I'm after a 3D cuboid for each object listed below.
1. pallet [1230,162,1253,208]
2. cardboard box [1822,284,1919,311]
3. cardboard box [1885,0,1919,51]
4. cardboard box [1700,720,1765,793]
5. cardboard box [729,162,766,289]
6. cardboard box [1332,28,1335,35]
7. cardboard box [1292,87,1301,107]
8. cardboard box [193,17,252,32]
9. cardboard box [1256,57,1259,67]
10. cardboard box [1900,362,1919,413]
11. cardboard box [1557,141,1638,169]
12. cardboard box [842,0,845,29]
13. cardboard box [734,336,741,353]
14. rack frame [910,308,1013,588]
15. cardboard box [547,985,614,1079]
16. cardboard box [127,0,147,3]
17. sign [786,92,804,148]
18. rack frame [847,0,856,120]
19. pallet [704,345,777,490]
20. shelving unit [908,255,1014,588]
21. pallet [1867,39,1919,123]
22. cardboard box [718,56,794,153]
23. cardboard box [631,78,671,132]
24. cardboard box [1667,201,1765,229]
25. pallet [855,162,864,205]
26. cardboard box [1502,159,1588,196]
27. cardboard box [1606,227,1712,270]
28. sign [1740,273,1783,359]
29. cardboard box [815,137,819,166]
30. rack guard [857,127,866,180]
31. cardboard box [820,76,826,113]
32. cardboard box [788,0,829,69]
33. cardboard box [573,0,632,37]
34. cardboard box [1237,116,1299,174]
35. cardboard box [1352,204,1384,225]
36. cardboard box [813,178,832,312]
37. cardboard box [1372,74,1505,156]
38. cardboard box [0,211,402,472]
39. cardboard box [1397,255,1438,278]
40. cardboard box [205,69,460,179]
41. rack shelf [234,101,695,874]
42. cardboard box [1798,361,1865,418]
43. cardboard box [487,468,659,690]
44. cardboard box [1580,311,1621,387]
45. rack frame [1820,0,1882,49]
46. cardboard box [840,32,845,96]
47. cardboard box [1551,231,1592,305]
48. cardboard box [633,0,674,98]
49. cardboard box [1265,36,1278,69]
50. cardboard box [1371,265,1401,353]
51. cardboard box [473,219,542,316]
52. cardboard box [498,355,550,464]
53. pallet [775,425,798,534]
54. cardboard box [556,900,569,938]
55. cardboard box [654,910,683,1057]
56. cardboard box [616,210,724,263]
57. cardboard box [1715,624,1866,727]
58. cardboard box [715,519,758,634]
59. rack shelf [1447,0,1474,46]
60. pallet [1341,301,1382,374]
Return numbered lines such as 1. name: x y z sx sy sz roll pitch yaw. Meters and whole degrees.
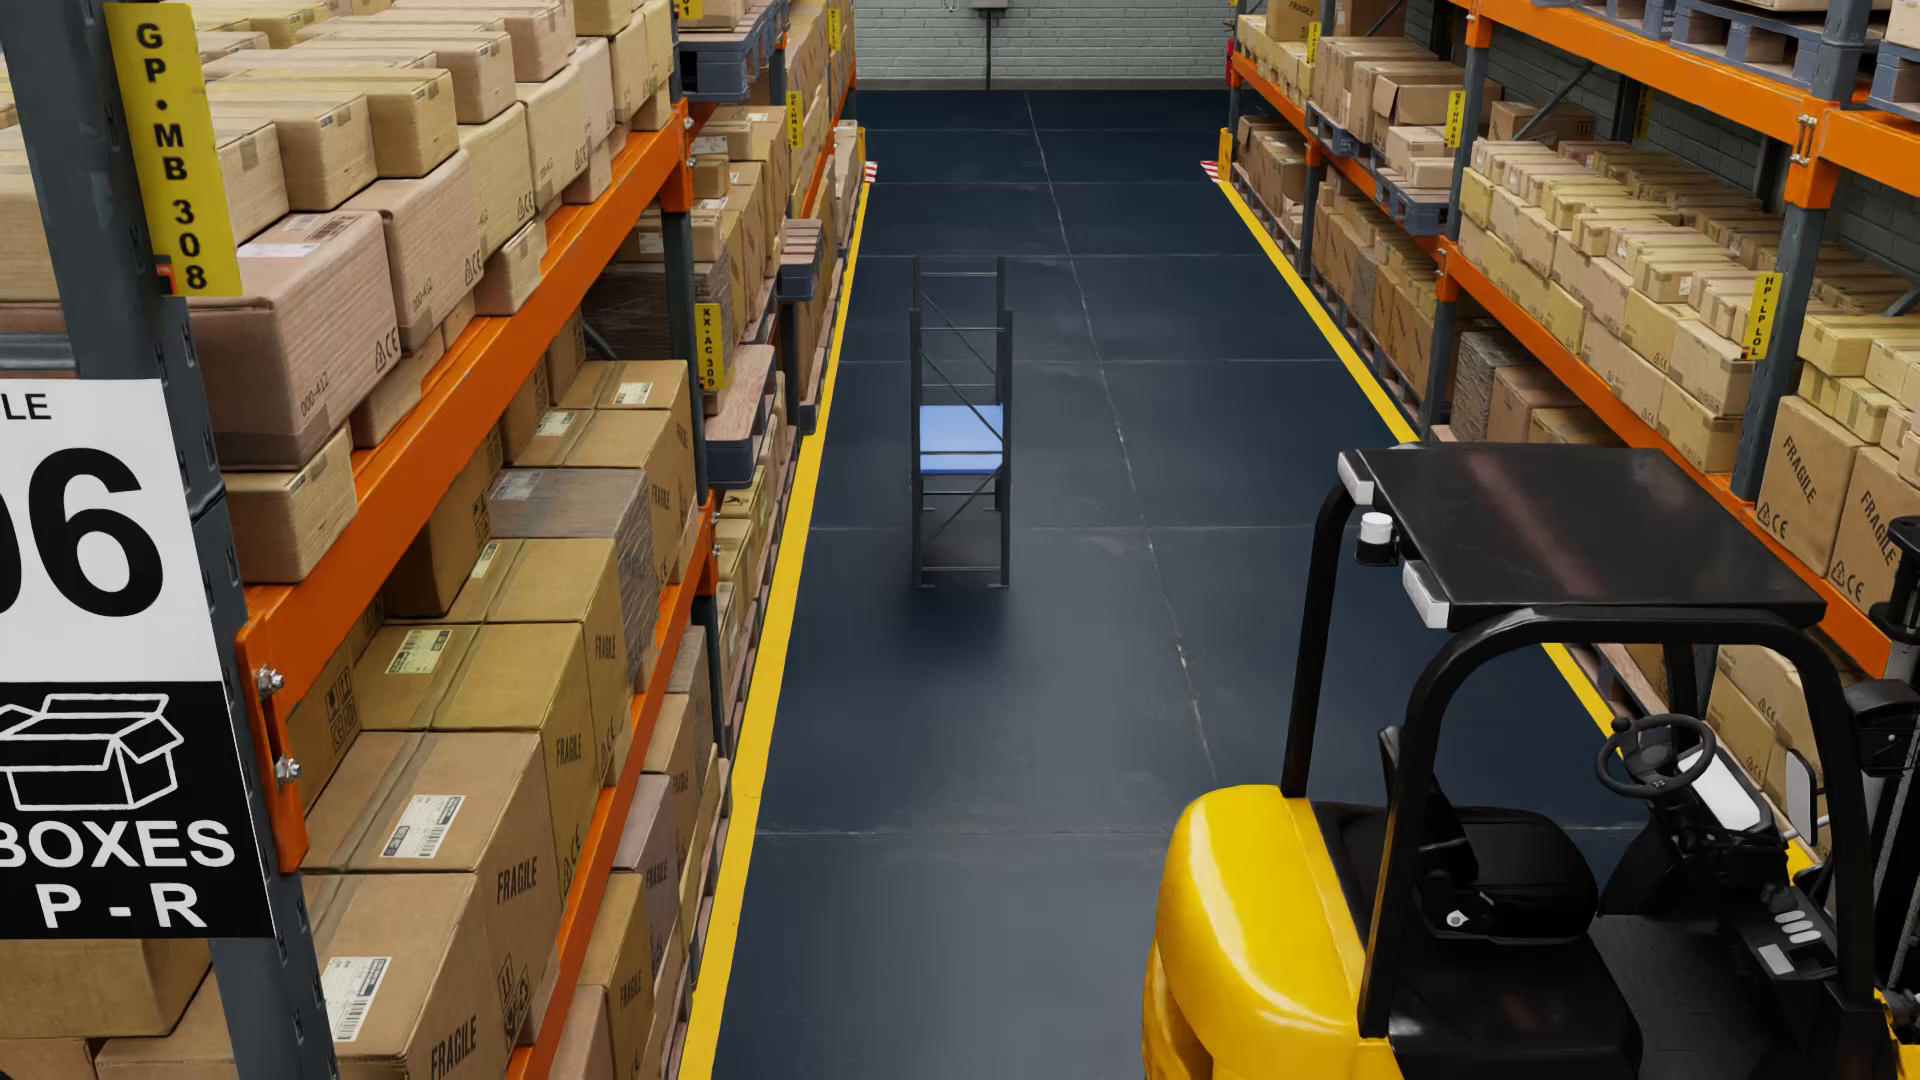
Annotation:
1. pallet: 3.374 -3.651 17.066 1.003 0.211 1.213 0 24 -1
2. cardboard box: 3.754 -0.934 6.767 0.380 0.149 0.250 -1 24 -2
3. cardboard box: 3.195 -1.639 5.269 0.380 0.149 0.250 0 24 1
4. cardboard box: 3.168 0.926 6.390 0.500 0.250 0.500 0 24 0
5. cardboard box: -1.202 -1.501 7.938 0.500 0.500 0.500 -1 24 -3
6. cardboard box: 3.639 -4.744 15.919 0.500 0.250 0.500 1 24 1
7. cardboard box: 3.099 -3.863 14.456 0.380 0.149 0.250 0 24 1
8. cardboard box: -1.775 -1.050 3.628 0.380 0.149 0.250 0 24 1
9. cardboard box: 3.121 -4.713 16.336 0.380 0.149 0.250 0 24 1
10. cardboard box: 3.306 -0.468 5.376 0.380 0.149 0.250 -1 24 -2
11. cardboard box: 3.656 -2.193 9.550 0.380 0.149 0.250 1 24 1
12. cardboard box: -1.316 -4.935 15.186 0.500 0.500 0.500 0 24 -1
13. cardboard box: -1.194 -0.944 7.493 0.380 0.149 0.250 0 24 0
14. rack frame: 0.006 -0.439 8.400 0.500 1.500 0.032 0 24 -1
15. cardboard box: -1.169 1.496 4.218 0.500 0.500 0.500 -1 24 -3
16. cardboard box: -6.781 -4.374 13.587 0.500 0.500 0.500 -1 24 -2
17. sign: -0.970 -2.459 9.738 0.100 0.325 0.005 0 24 -1
18. rack frame: -1.600 -5.257 17.235 1.000 3.000 0.127 0 24 -1
19. pallet: -1.332 -0.541 7.039 1.003 0.211 1.213 0 24 -1
20. shelving unit: 0.001 -0.648 8.863 0.538 1.500 1.048 0 24 -1
21. pallet: 3.529 -1.312 4.977 1.003 0.211 1.213 0 24 -1
22. cardboard box: -1.274 -2.666 10.171 0.500 0.500 0.500 -1 24 -2
23. cardboard box: -1.160 -1.436 5.450 0.380 0.149 0.250 0 24 0
24. cardboard box: 3.692 -1.560 8.151 0.380 0.149 0.250 0 24 1
25. pallet: -1.513 -3.658 17.081 1.003 0.211 1.213 0 24 -1
26. cardboard box: 3.192 -1.977 9.074 0.380 0.149 0.250 0 24 1
27. cardboard box: 3.225 -1.344 7.673 0.380 0.149 0.250 0 24 0
28. sign: 2.952 -0.822 6.118 0.100 0.325 0.005 0 24 -1
29. cardboard box: -1.309 -2.939 12.291 0.500 0.250 0.500 -1 24 -2
30. rack guard: -1.600 -4.128 17.772 1.175 0.500 0.348 0 24 -1
31. cardboard box: -1.296 -3.382 12.663 0.500 0.250 0.500 0 24 1
32. cardboard box: -1.301 -3.927 12.959 0.500 0.500 0.500 1 24 1
33. cardboard box: -1.121 -1.478 4.575 0.380 0.149 0.250 0 24 1
34. cardboard box: 3.275 -4.083 17.157 0.797 0.503 0.637 -1 24 -3
35. cardboard box: 3.256 -2.500 12.873 0.380 0.149 0.250 -1 24 -1
36. cardboard box: -1.452 -2.205 12.554 0.875 0.875 0.875 0 24 1
37. cardboard box: 3.248 -2.895 11.376 0.797 0.503 0.637 -1 24 -2
38. cardboard box: -1.165 -0.307 2.469 0.500 0.250 0.500 -1 24 -2
39. cardboard box: 3.242 -1.865 11.471 0.380 0.149 0.250 0 24 1
40. cardboard box: -1.114 -0.738 2.940 0.380 0.149 0.250 0 24 -1
41. rack shelf: -1.447 -0.528 4.009 1.077 0.370 4.000 0 24 -1
42. cardboard box: 3.235 -0.545 5.907 0.380 0.149 0.250 -1 24 -1
43. cardboard box: -1.193 0.114 4.876 0.500 0.500 0.500 0 24 1
44. cardboard box: 3.241 -0.887 7.752 0.500 0.250 0.500 0 24 0
45. rack frame: 3.494 -3.070 5.118 1.000 3.000 0.127 0 24 -1
46. cardboard box: -1.300 -4.262 14.911 0.500 0.500 0.500 0 24 0
47. cardboard box: 3.234 -1.328 8.121 0.500 0.250 0.500 0 24 0
48. cardboard box: -1.195 -1.565 5.252 0.500 0.250 0.500 0 24 -1
49. cardboard box: 3.140 -4.533 15.454 0.500 0.250 0.500 -1 24 -2
50. cardboard box: 3.228 -1.632 11.743 0.500 0.500 0.500 1 24 2
51. cardboard box: -1.123 -0.587 3.573 0.380 0.149 0.250 0 24 0
52. cardboard box: -1.698 -0.557 5.145 0.700 0.500 0.500 0 24 0
53. pallet: -1.506 -0.368 9.808 1.003 0.211 1.213 0 24 -1
54. cardboard box: -1.154 0.884 3.960 0.380 0.149 0.250 0 24 1
55. cardboard box: -1.177 1.420 5.297 0.500 0.250 0.500 0 24 0
56. cardboard box: -1.121 -1.176 6.431 0.380 0.149 0.250 0 24 -1
57. cardboard box: 3.186 0.470 6.184 0.500 0.250 0.500 -1 24 -1
58. cardboard box: -1.489 0.181 7.889 0.950 0.372 0.625 1 24 3
59. rack shelf: 3.429 -3.848 11.351 1.077 0.370 4.000 0 24 -1
60. pallet: 3.470 -1.524 12.363 1.003 0.211 1.213 0 24 -1
